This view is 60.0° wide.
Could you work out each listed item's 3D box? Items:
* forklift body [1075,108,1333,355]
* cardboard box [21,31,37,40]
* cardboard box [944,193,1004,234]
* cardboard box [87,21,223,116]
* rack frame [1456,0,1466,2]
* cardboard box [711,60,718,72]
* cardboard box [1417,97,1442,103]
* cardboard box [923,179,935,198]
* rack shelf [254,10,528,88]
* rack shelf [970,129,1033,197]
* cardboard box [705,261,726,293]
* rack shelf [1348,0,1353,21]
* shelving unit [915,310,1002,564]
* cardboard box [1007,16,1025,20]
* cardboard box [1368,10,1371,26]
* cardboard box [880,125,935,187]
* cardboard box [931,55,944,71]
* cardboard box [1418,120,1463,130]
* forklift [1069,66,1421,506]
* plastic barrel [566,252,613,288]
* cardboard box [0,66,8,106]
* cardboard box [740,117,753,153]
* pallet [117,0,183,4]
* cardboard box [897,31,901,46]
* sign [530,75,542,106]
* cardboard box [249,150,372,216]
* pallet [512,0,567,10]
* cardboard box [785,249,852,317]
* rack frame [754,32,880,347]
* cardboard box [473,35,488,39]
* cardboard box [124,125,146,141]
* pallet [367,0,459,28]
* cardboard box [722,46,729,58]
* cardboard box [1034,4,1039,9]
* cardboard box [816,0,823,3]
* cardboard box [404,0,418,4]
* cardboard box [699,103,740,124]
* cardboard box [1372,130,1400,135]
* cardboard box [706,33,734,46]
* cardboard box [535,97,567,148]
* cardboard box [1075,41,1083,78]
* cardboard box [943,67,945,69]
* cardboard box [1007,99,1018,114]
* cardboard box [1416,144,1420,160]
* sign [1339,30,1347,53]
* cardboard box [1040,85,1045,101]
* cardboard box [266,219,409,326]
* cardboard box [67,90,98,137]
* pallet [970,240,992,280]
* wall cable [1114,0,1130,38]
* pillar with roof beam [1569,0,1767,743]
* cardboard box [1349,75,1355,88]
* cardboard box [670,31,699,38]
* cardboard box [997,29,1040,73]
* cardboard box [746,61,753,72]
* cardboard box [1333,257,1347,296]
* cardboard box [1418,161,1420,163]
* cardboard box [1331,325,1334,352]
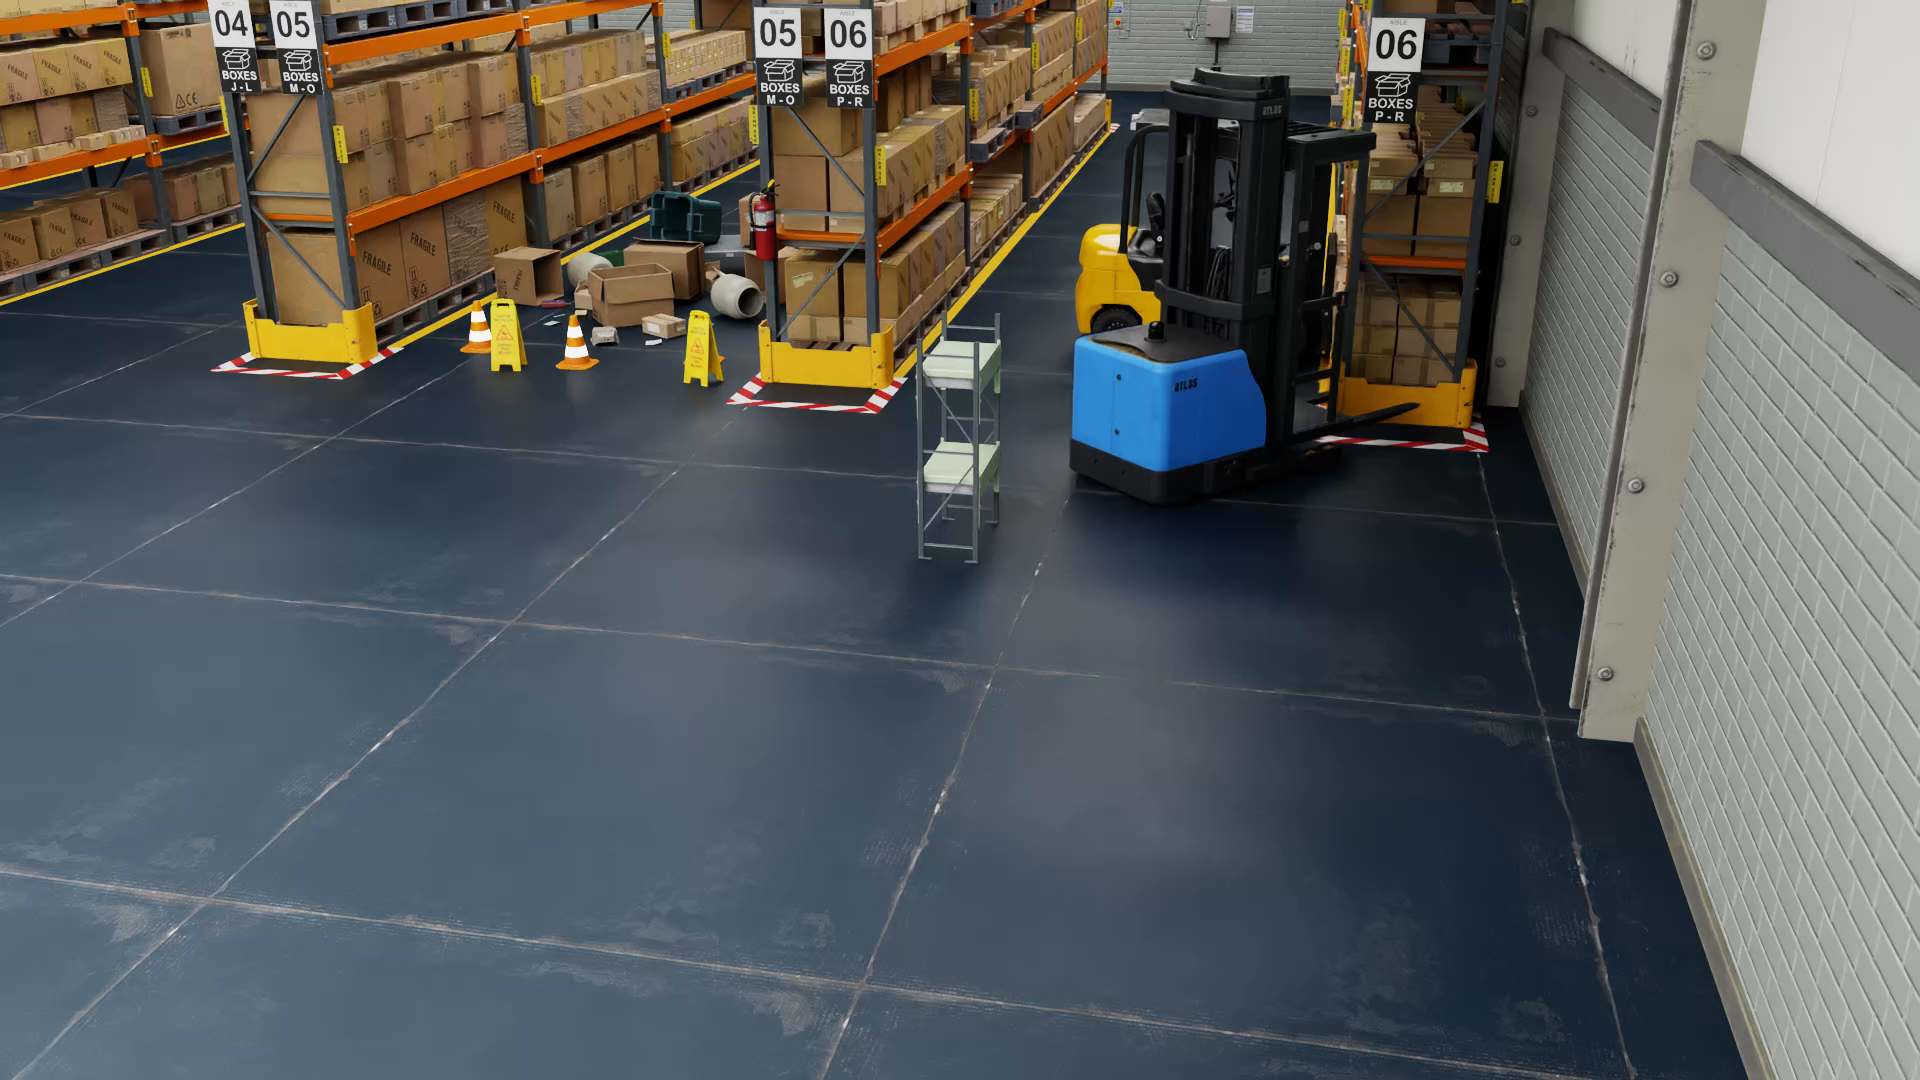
[{"bbox_3d":[2.256,-2.859,15.572,2.313,2.155,1.214,4,22,11],"label":"forklift body"},{"bbox_3d":[-17.477,-9.466,30.708,0.500,0.500,0.500,4,22,10],"label":"cardboard box"},{"bbox_3d":[-0.001,-3.945,20.090,0.950,0.372,0.625,5,23,13],"label":"cardboard box"},{"bbox_3d":[-9.791,-5.768,20.295,1.000,1.000,1.000,5,22,11],"label":"cardboard box"},{"bbox_3d":[4.471,-6.665,15.858,1.000,3.000,0.127,4,22,11],"label":"rack frame"},{"bbox_3d":[-3.773,-6.967,24.412,0.380,0.149,0.250,5,23,13],"label":"cardboard box"},{"bbox_3d":[5.018,-4.712,18.035,0.380,0.149,0.250,4,22,11],"label":"cardboard box"},{"bbox_3d":[-0.459,-3.442,16.222,0.380,0.149,0.250,5,22,11],"label":"cardboard box"},{"bbox_3d":[-5.664,-4.926,16.518,1.077,0.370,4.000,4,22,11],"label":"rack shelf"},{"bbox_3d":[0.019,-4.657,19.866,1.077,0.370,4.000,4,22,11],"label":"rack shelf"},{"bbox_3d":[-2.656,-2.857,18.092,0.258,0.266,0.396,-11,25,-26],"label":"cardboard box"},{"bbox_3d":[5.695,-7.135,22.001,1.077,0.370,4.000,4,22,11],"label":"rack shelf"},{"bbox_3d":[-0.001,-0.693,11.067,0.431,1.500,0.755,4,22,11],"label":"shelving unit"},{"bbox_3d":[0.691,-7.185,23.707,0.500,0.500,0.500,4,22,10],"label":"cardboard box"},{"bbox_3d":[3.526,-4.262,13.546,0.380,0.149,0.250,4,22,9],"label":"cardboard box"},{"bbox_3d":[-0.536,-3.696,15.983,0.500,0.500,0.500,4,22,10],"label":"cardboard box"},{"bbox_3d":[-0.388,-5.379,18.731,0.380,0.149,0.250,4,22,9],"label":"cardboard box"},{"bbox_3d":[4.409,-3.762,15.280,0.380,0.149,0.250,4,22,10],"label":"cardboard box"},{"bbox_3d":[2.316,-2.020,12.447,3.031,2.935,1.130,-15,26,-33],"label":"forklift"},{"bbox_3d":[-3.985,-2.873,17.921,0.421,0.421,0.512,-16,27,-35],"label":"plastic barrel"},{"bbox_3d":[-10.318,-4.746,17.252,0.500,0.500,0.500,4,22,11],"label":"cardboard box"},{"bbox_3d":[-3.528,-6.271,25.694,0.500,0.500,0.500,4,22,10],"label":"cardboard box"},{"bbox_3d":[-9.860,-6.537,19.806,1.213,0.211,1.003,4,22,11],"label":"pallet"},{"bbox_3d":[-0.740,-4.458,14.728,0.380,0.149,0.250,4,22,11],"label":"cardboard box"},{"bbox_3d":[-4.712,-4.997,18.480,0.100,0.325,0.005,4,22,11],"label":"sign"},{"bbox_3d":[-6.040,-3.346,15.445,0.875,0.550,0.550,4,22,11],"label":"cardboard box"},{"bbox_3d":[-5.117,-6.242,19.078,0.805,0.209,1.217,4,22,9],"label":"pallet"},{"bbox_3d":[-1.297,-2.377,15.355,0.500,0.500,0.500,5,22,11],"label":"cardboard box"},{"bbox_3d":[-1.205,-2.797,14.283,1.000,3.000,0.127,4,22,11],"label":"rack frame"},{"bbox_3d":[-8.110,-8.513,27.274,0.500,0.500,0.500,4,22,11],"label":"cardboard box"},{"bbox_3d":[-9.847,-4.798,19.587,0.380,0.149,0.250,4,22,11],"label":"cardboard box"},{"bbox_3d":[-5.684,-5.207,16.371,1.003,0.211,1.213,4,22,11],"label":"pallet"},{"bbox_3d":[-3.669,-7.294,24.826,0.380,0.149,0.250,4,22,9],"label":"cardboard box"},{"bbox_3d":[0.995,-8.133,25.193,0.380,0.149,0.250,4,22,10],"label":"cardboard box"},{"bbox_3d":[-1.335,-4.679,14.210,0.380,0.149,0.250,5,22,12],"label":"cardboard box"},{"bbox_3d":[-5.431,-5.216,15.914,0.380,0.149,0.250,4,22,11],"label":"cardboard box"},{"bbox_3d":[-3.646,-6.430,25.085,0.500,0.250,0.500,6,23,13],"label":"cardboard box"},{"bbox_3d":[3.684,-3.526,14.694,0.380,0.149,0.250,5,22,12],"label":"cardboard box"},{"bbox_3d":[-3.623,-7.526,25.002,0.380,0.149,0.250,4,22,9],"label":"cardboard box"},{"bbox_3d":[-4.885,-4.818,19.168,0.500,0.500,0.500,5,22,12],"label":"cardboard box"},{"bbox_3d":[1.595,-7.383,25.538,0.500,0.500,0.500,5,23,13],"label":"cardboard box"},{"bbox_3d":[-0.308,-5.195,19.143,0.500,0.500,0.500,5,23,13],"label":"cardboard box"},{"bbox_3d":[0.497,-5.271,20.200,0.380,0.149,0.250,5,22,12],"label":"cardboard box"},{"bbox_3d":[4.343,-3.529,15.099,0.380,0.149,0.250,4,22,9],"label":"cardboard box"},{"bbox_3d":[5.571,-7.249,24.178,0.100,0.325,0.005,4,22,11],"label":"sign"},{"bbox_3d":[0.861,-6.002,22.442,0.500,0.250,0.500,4,22,9],"label":"cardboard box"},{"bbox_3d":[-5.998,-2.599,16.075,0.875,0.875,0.875,5,22,11],"label":"cardboard box"},{"bbox_3d":[-10.379,-4.859,18.872,0.875,0.500,0.500,4,22,11],"label":"cardboard box"},{"bbox_3d":[-0.232,-3.251,19.143,1.003,0.211,1.213,4,22,11],"label":"pallet"},{"bbox_3d":[3.187,-11.198,33.741,0.585,1.953,0.123,4,22,11],"label":"wall cable"},{"bbox_3d":[-0.760,-3.522,8.054,9.100,9.000,0.400,4,22,11],"label":"pillar with roof beam"},{"bbox_3d":[4.881,-5.501,19.995,0.380,0.149,0.250,5,22,12],"label":"cardboard box"},{"bbox_3d":[-4.205,-7.669,25.357,0.380,0.149,0.250,5,22,12],"label":"cardboard box"},{"bbox_3d":[0.767,-6.394,21.744,0.500,0.500,0.500,4,22,9],"label":"cardboard box"},{"bbox_3d":[-3.245,-7.488,26.267,0.380,0.149,0.250,5,23,13],"label":"cardboard box"},{"bbox_3d":[3.635,-2.368,14.997,0.500,0.250,0.500,5,22,12],"label":"cardboard box"},{"bbox_3d":[4.322,-3.187,15.117,0.500,0.500,0.500,5,22,12],"label":"cardboard box"},{"bbox_3d":[3.552,-1.716,14.718,0.500,0.250,0.500,4,22,11],"label":"cardboard box"}]
